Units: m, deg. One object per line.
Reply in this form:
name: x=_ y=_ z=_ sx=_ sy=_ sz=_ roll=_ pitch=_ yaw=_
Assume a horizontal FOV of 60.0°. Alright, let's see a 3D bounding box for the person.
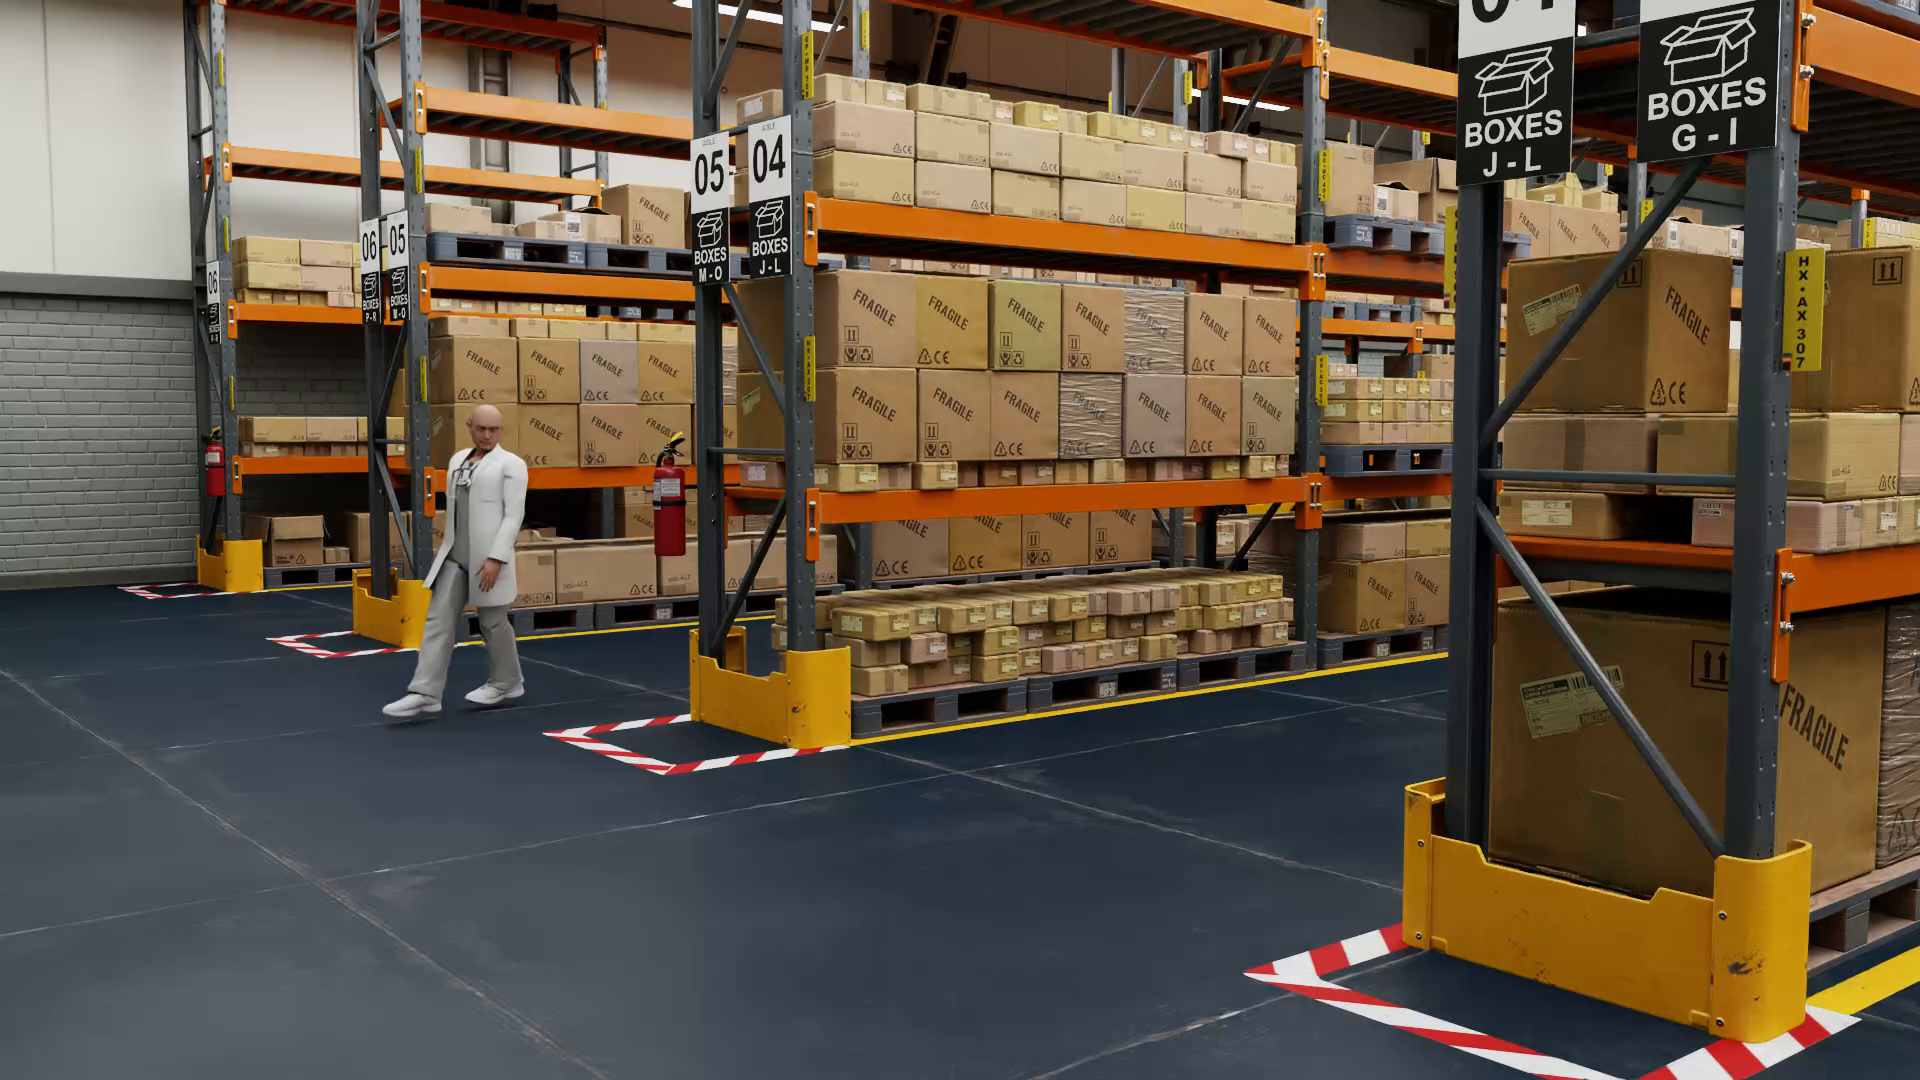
person: x=-2.757 y=0.105 z=9.346 sx=0.618 sy=1.730 sz=0.972 roll=2 pitch=4 yaw=21
